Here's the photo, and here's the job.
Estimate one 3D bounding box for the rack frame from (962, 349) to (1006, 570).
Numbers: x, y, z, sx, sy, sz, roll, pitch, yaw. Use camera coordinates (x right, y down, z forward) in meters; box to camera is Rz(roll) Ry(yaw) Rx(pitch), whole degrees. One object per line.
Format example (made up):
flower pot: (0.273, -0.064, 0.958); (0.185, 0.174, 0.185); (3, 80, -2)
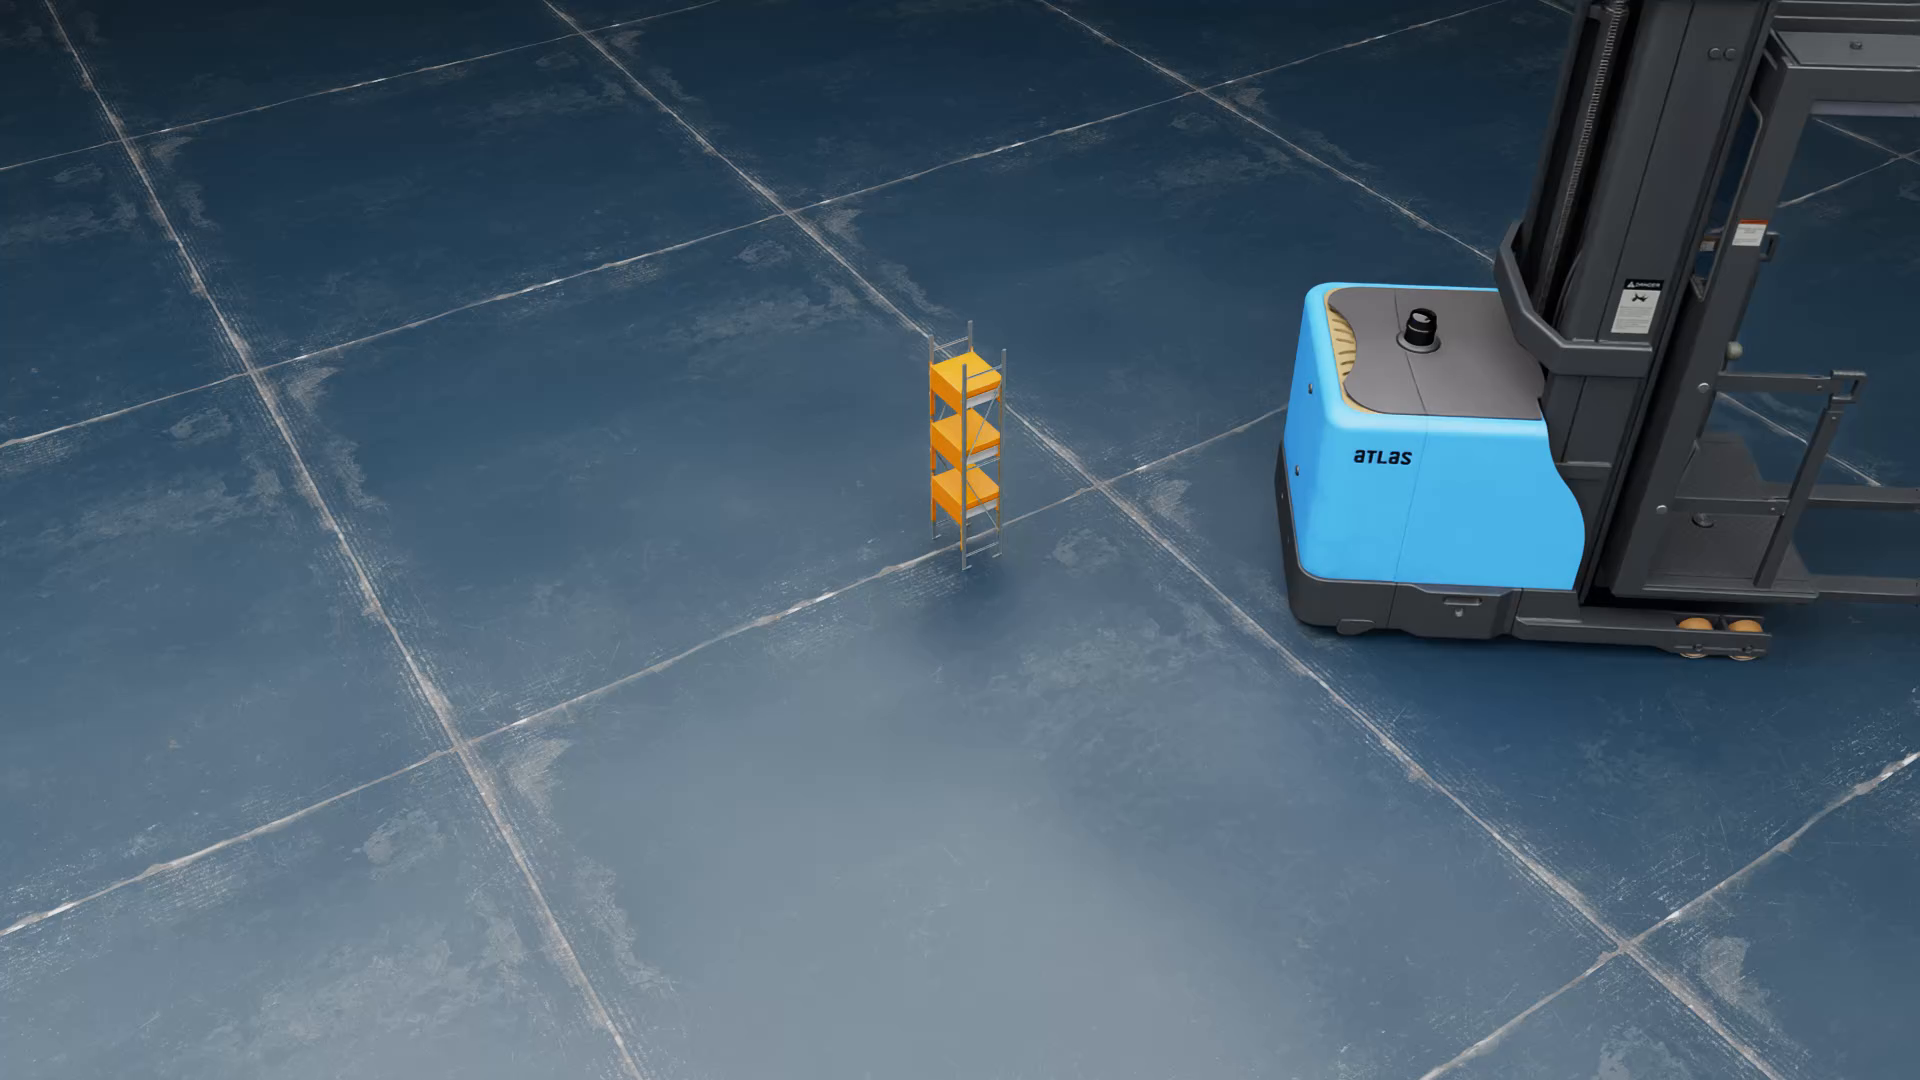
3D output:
rack frame: (0.094, -0.309, 6.800); (0.200, 1.050, 0.008); (-22, 45, -24)

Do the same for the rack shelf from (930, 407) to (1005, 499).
rack shelf: (0.029, -0.366, 6.886); (0.215, 0.259, 0.240); (-22, 45, -24)

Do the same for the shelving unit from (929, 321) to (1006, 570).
shelving unit: (0.029, -0.374, 6.879); (0.215, 1.050, 0.252); (-22, 45, -24)

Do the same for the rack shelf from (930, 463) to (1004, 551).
rack shelf: (0.029, -0.153, 7.064); (0.215, 0.259, 0.240); (-22, 45, -24)

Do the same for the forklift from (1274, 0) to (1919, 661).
forklift: (2.890, -0.997, 6.157); (3.031, 2.935, 1.130); (3, 40, 3)

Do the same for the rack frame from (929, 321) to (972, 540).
rack frame: (-0.037, -0.440, 6.958); (0.200, 1.050, 0.008); (-22, 45, -24)

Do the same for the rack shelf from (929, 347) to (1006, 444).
rack shelf: (0.029, -0.584, 6.704); (0.215, 0.259, 0.240); (-22, 45, -24)
